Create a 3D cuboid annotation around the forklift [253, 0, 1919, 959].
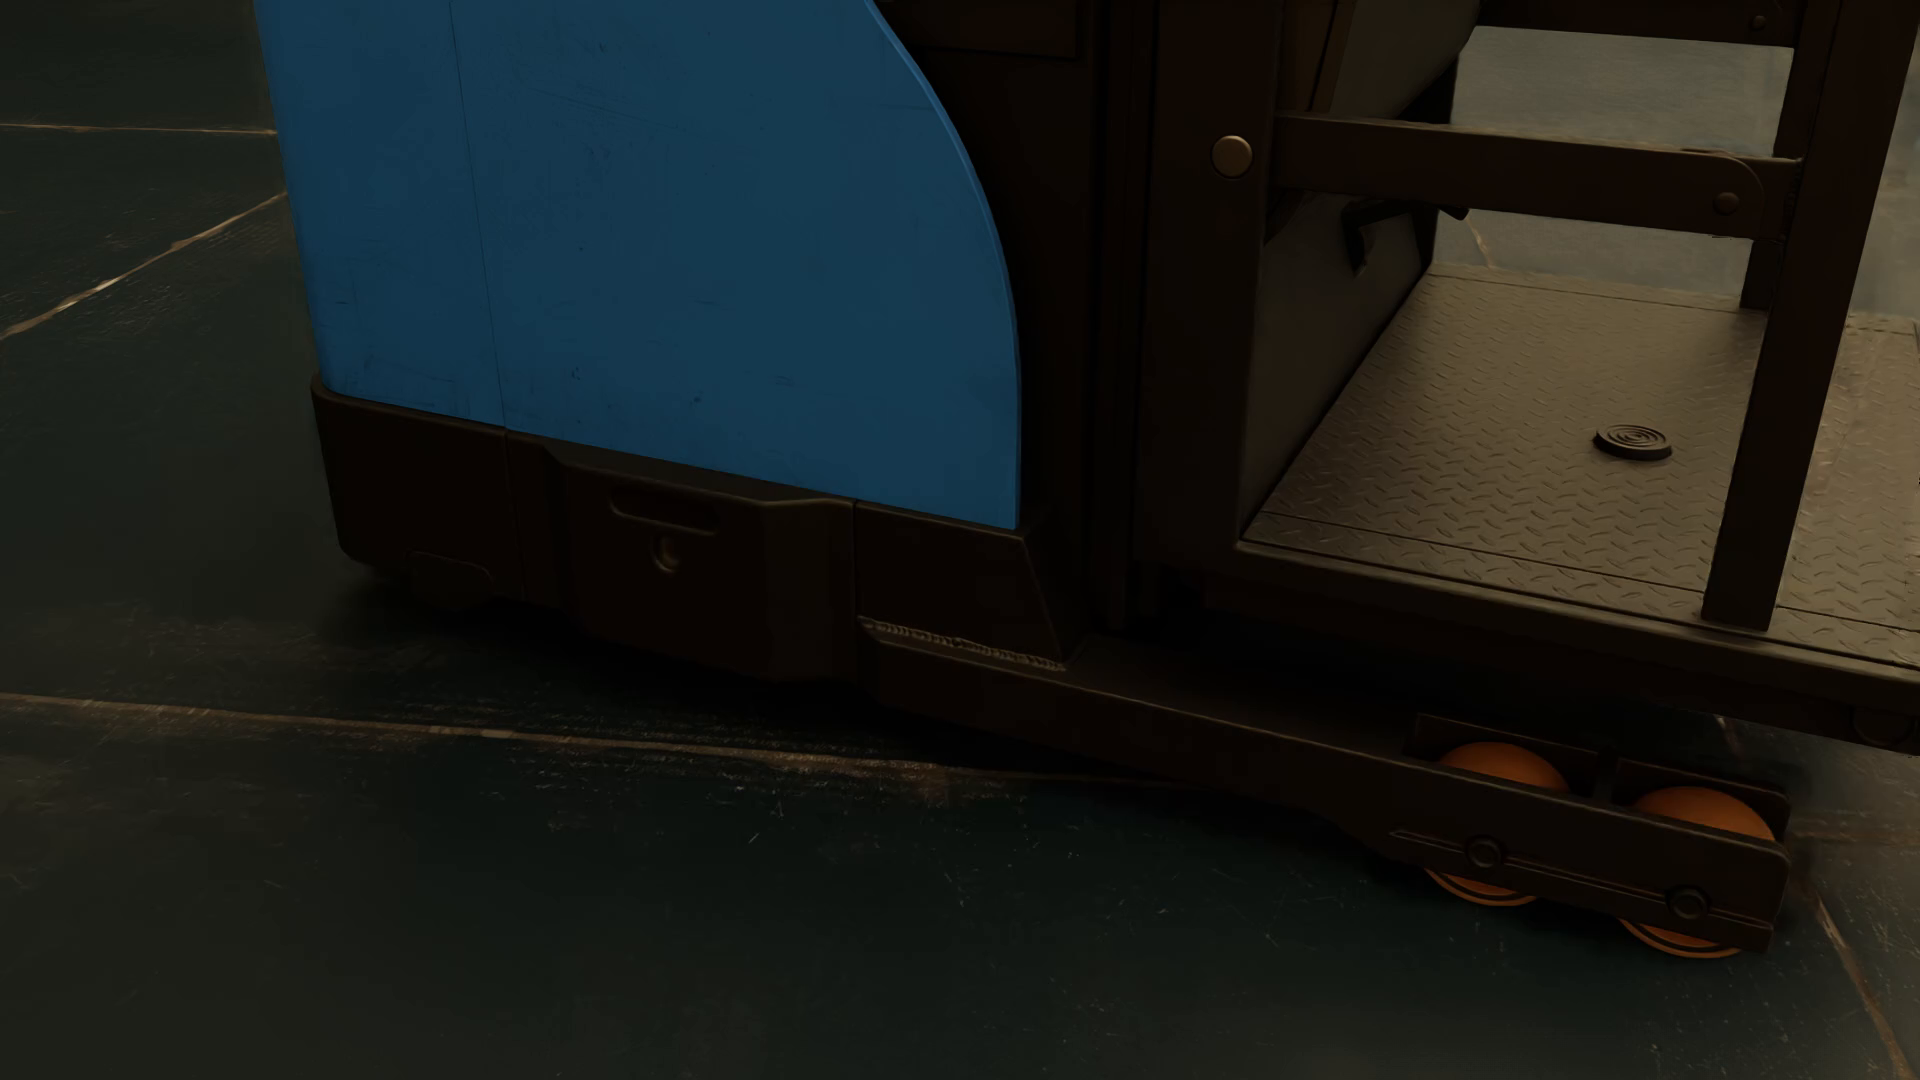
[{"bbox_3d":[0.685,-1.165,1.552,3.031,2.935,1.130,12,29,22],"label":"forklift"}]
